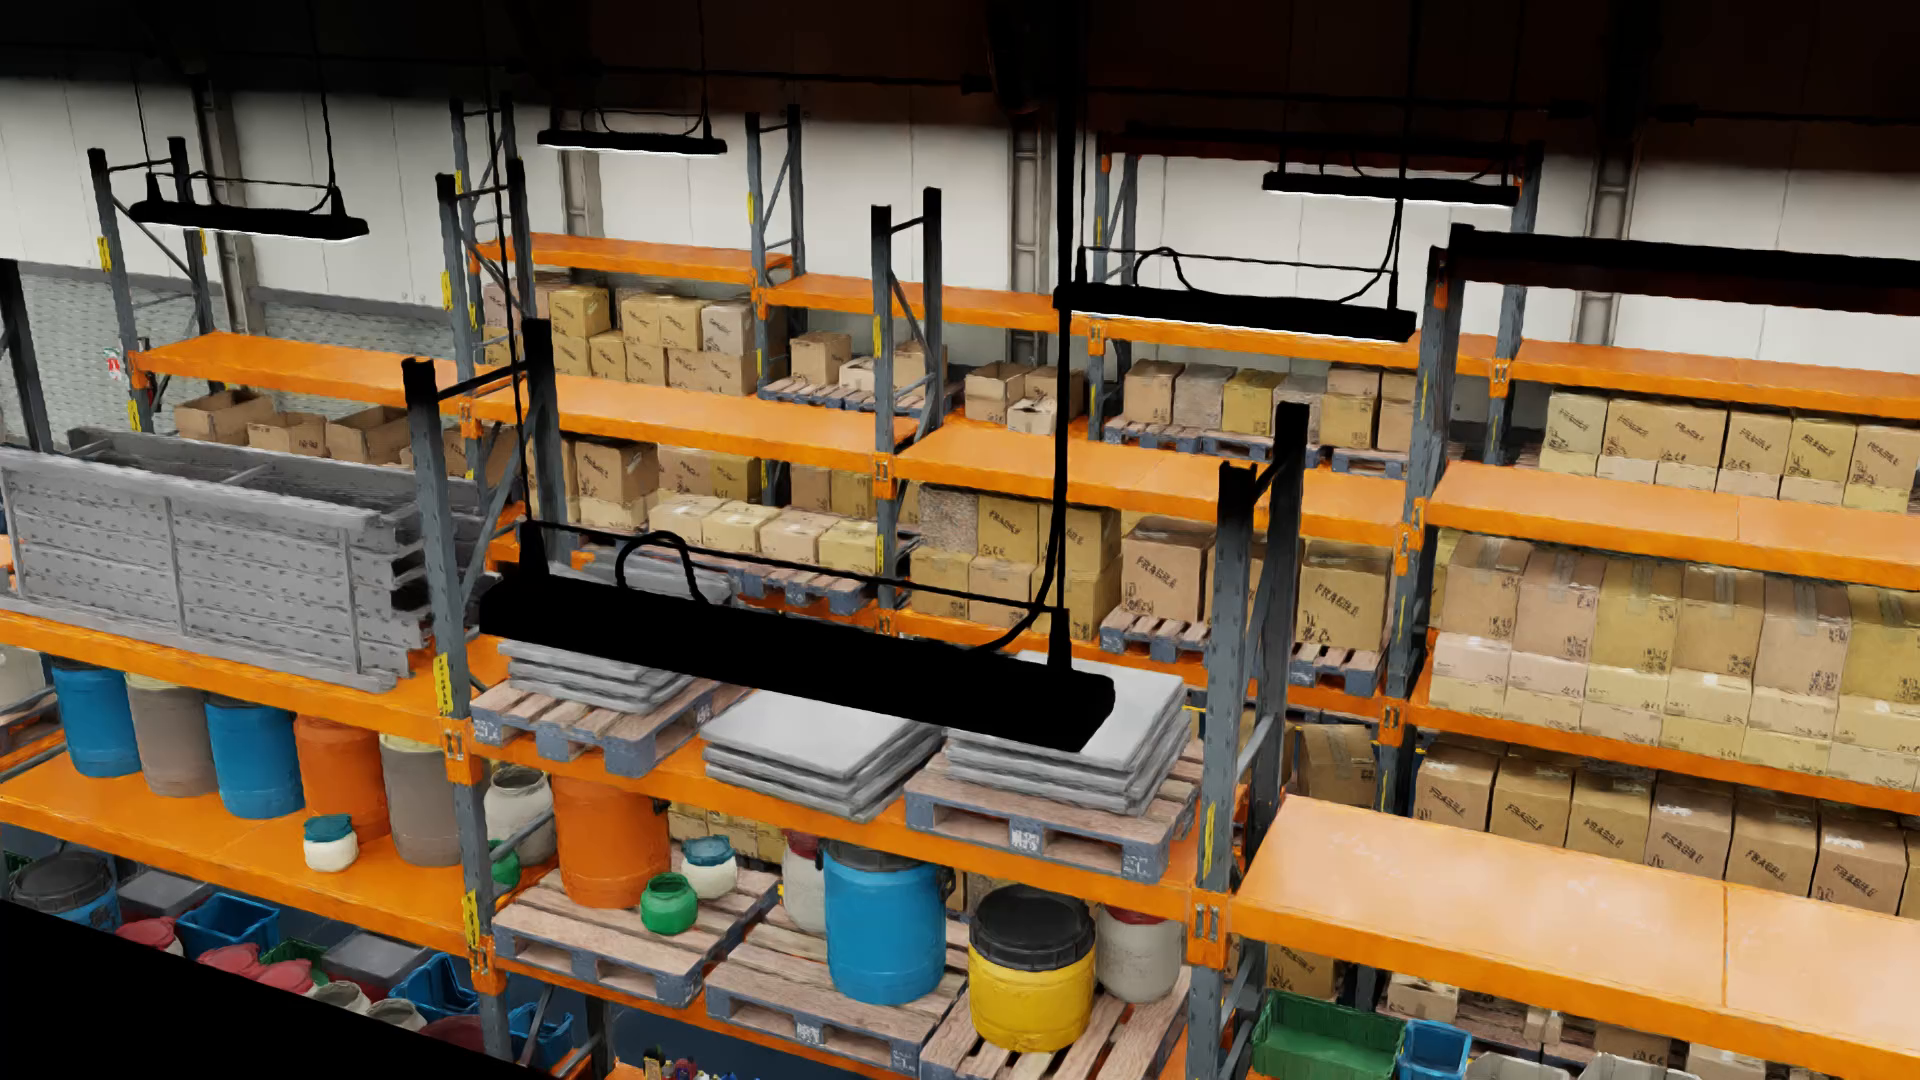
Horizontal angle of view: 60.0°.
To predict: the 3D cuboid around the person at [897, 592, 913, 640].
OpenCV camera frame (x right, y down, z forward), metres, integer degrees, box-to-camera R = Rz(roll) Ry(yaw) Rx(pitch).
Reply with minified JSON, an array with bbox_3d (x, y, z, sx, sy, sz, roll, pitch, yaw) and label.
[{"bbox_3d":[-0.685,1.102,17.690,0.951,1.433,0.411,5,21,14],"label":"person"}]
